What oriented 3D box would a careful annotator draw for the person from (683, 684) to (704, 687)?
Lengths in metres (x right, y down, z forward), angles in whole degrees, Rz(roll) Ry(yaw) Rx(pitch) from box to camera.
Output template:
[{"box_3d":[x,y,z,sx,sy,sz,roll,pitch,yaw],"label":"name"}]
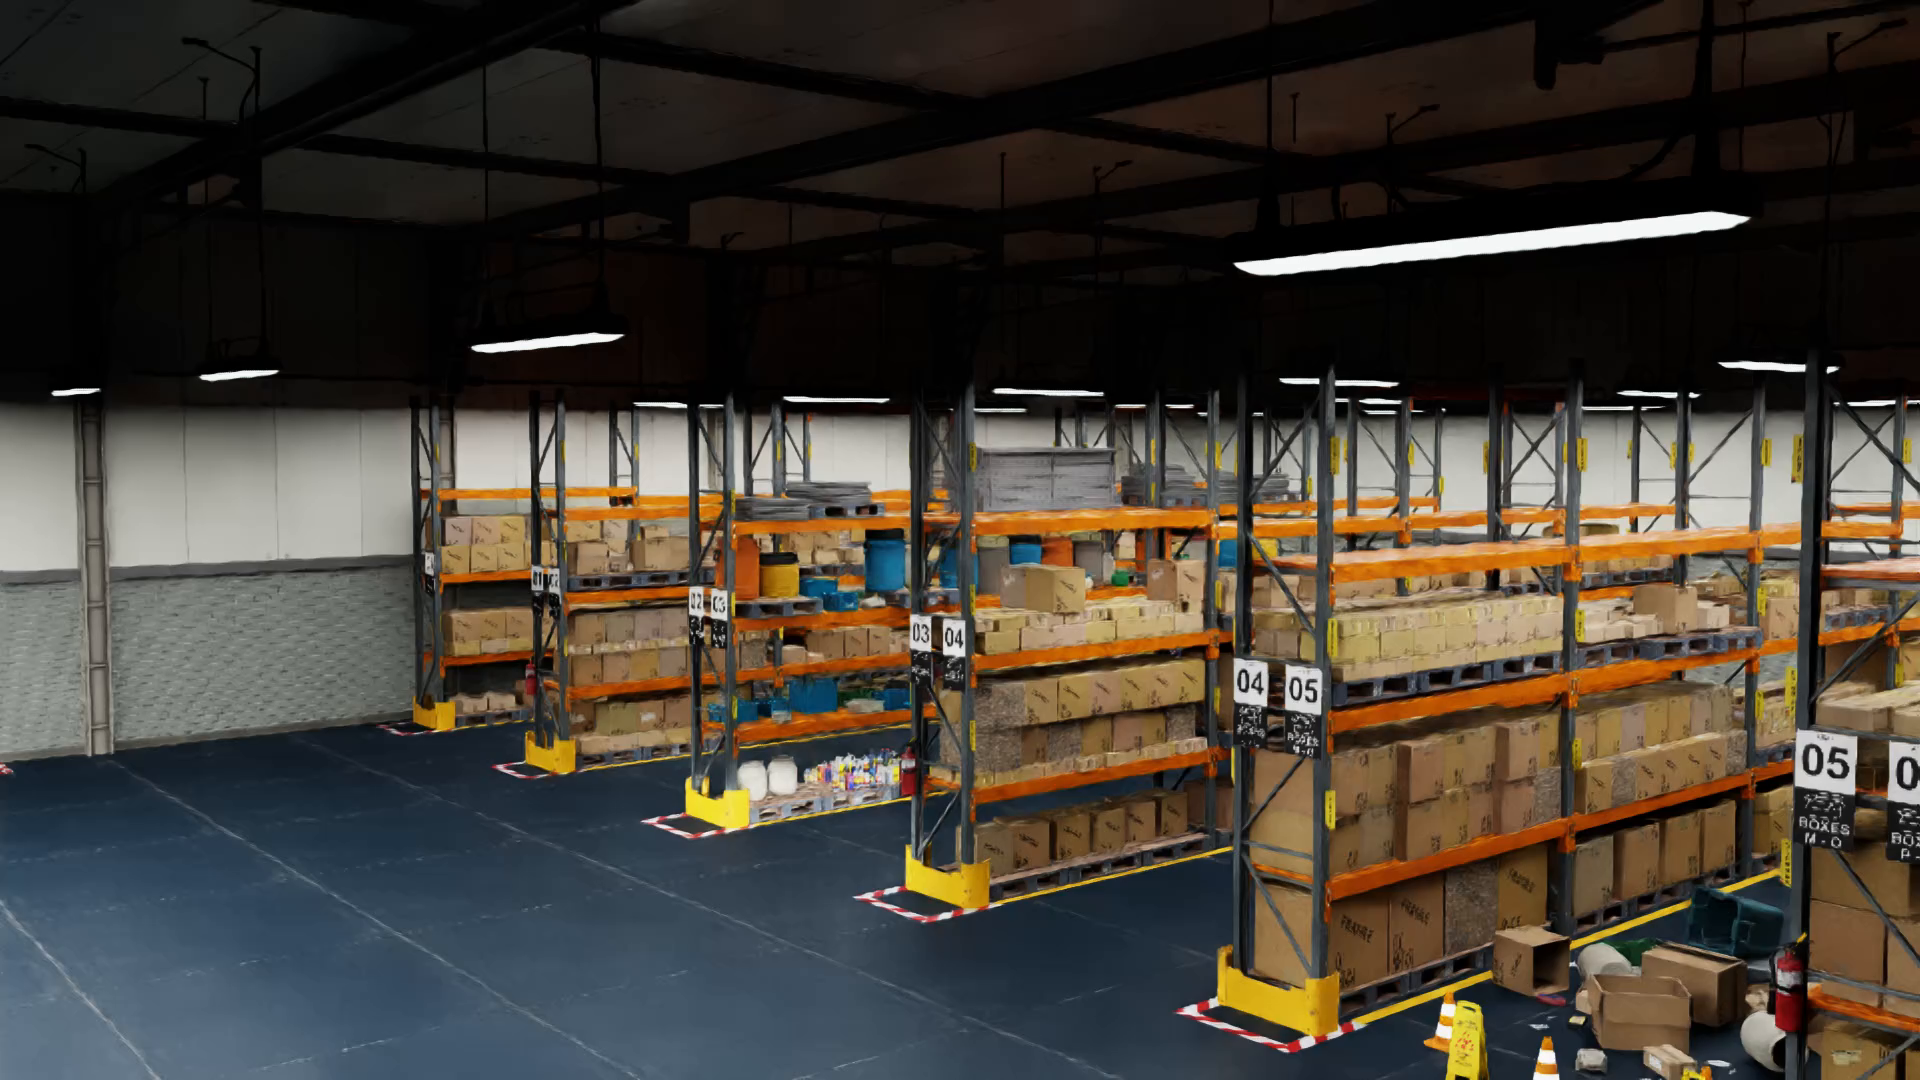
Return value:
[{"box_3d":[-4.764,2.548,30.049,0.527,1.672,0.511,-1,3,-14],"label":"person"}]
